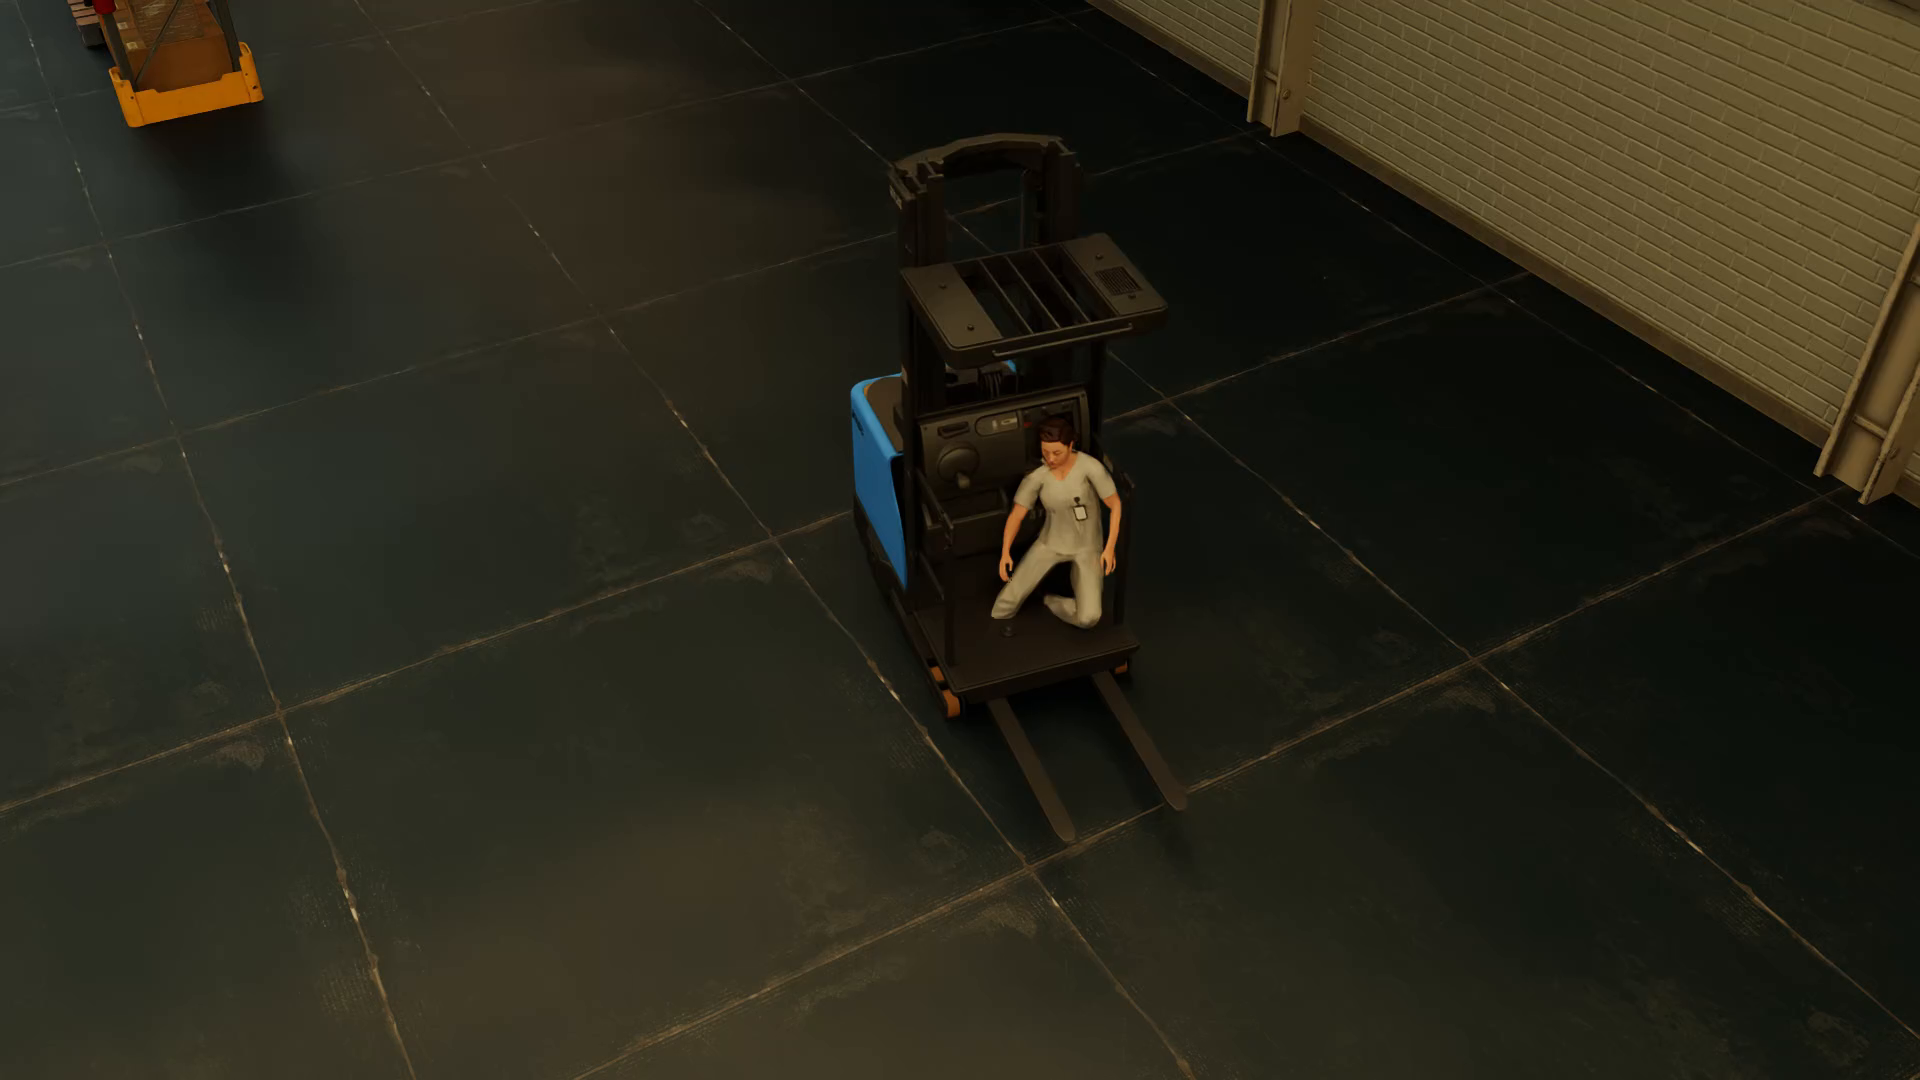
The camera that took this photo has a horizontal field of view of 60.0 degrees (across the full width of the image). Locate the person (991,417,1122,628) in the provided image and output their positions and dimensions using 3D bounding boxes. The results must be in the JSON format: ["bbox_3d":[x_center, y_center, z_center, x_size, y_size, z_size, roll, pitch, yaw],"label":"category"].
[{"bbox_3d":[0.484,0.077,9.031,0.765,1.529,0.730,10,41,12],"label":"person"}]

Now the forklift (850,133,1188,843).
[{"bbox_3d":[0.318,-0.448,8.576,1.130,2.935,3.031,-13,41,-15],"label":"forklift"}]
